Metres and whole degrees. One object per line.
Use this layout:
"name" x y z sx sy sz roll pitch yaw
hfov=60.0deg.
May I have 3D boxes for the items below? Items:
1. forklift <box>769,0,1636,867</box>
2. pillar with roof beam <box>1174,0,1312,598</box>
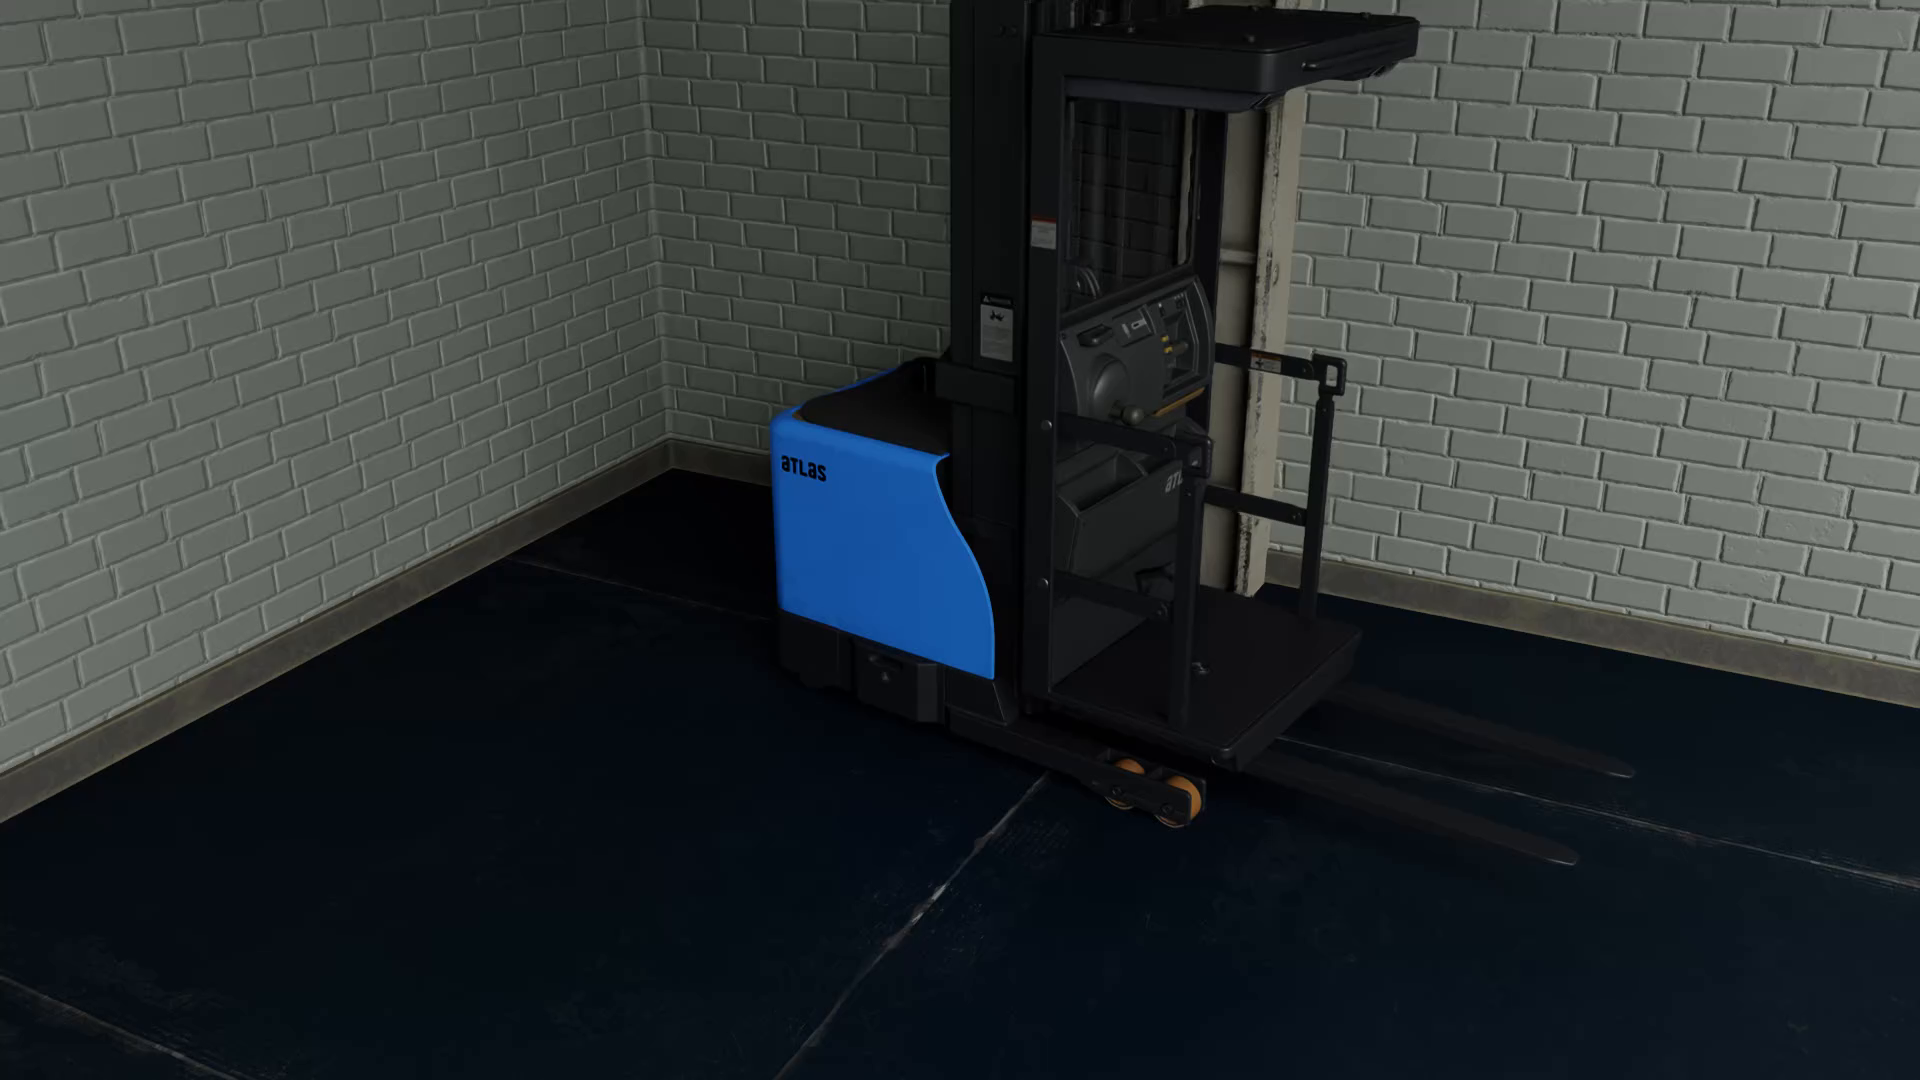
"forklift" 0.777 -0.632 5.492 3.031 2.935 1.130 16 28 32
"pillar with roof beam" -0.834 -2.447 2.004 0.400 9.000 9.100 11 25 25
